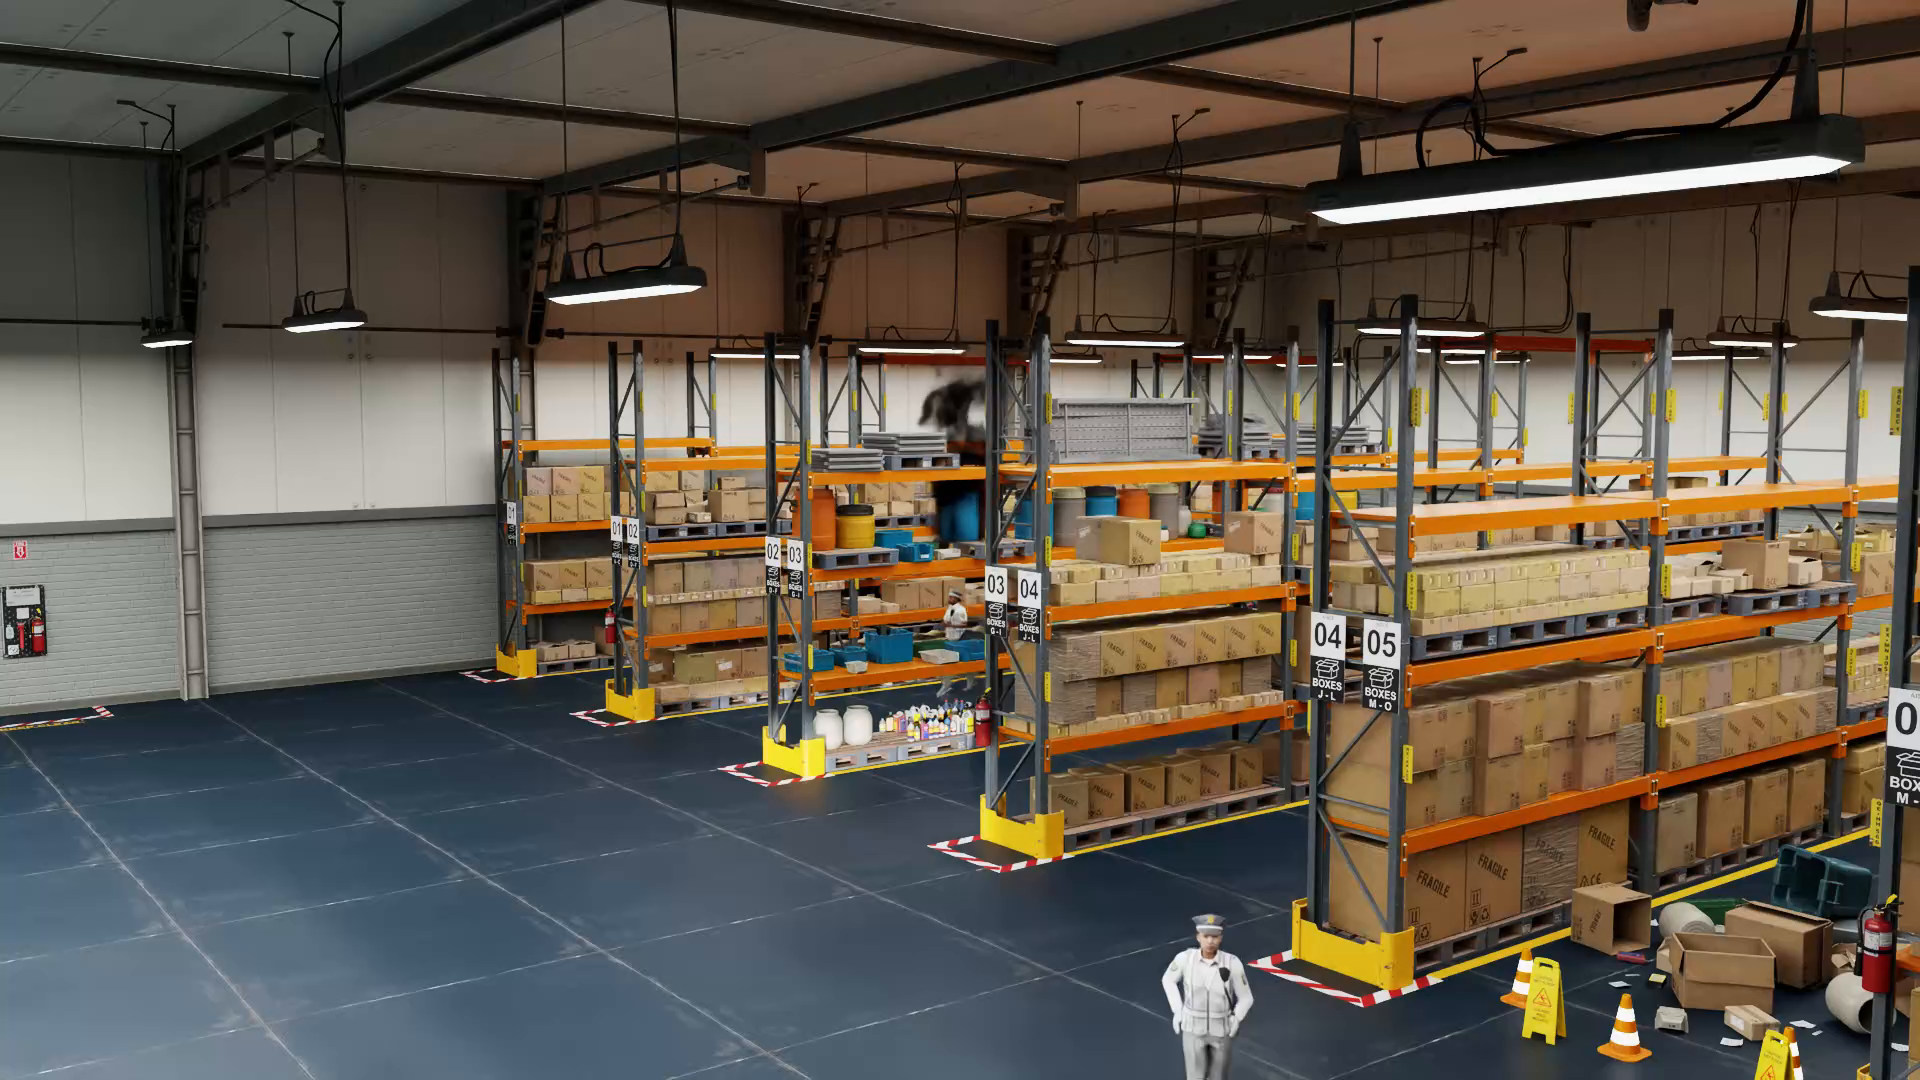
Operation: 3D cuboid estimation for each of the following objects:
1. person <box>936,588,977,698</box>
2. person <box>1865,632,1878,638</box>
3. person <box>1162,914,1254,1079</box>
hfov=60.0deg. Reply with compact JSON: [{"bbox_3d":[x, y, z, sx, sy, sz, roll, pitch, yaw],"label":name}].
[{"bbox_3d":[-0.034,1.663,27.057,0.749,1.762,0.555,-4,6,-38],"label":"person"},{"bbox_3d":[13.466,2.178,24.612,0.840,1.645,0.575,-4,6,-36],"label":"person"},{"bbox_3d":[1.683,3.350,11.318,0.618,1.691,0.843,1,5,7],"label":"person"}]
